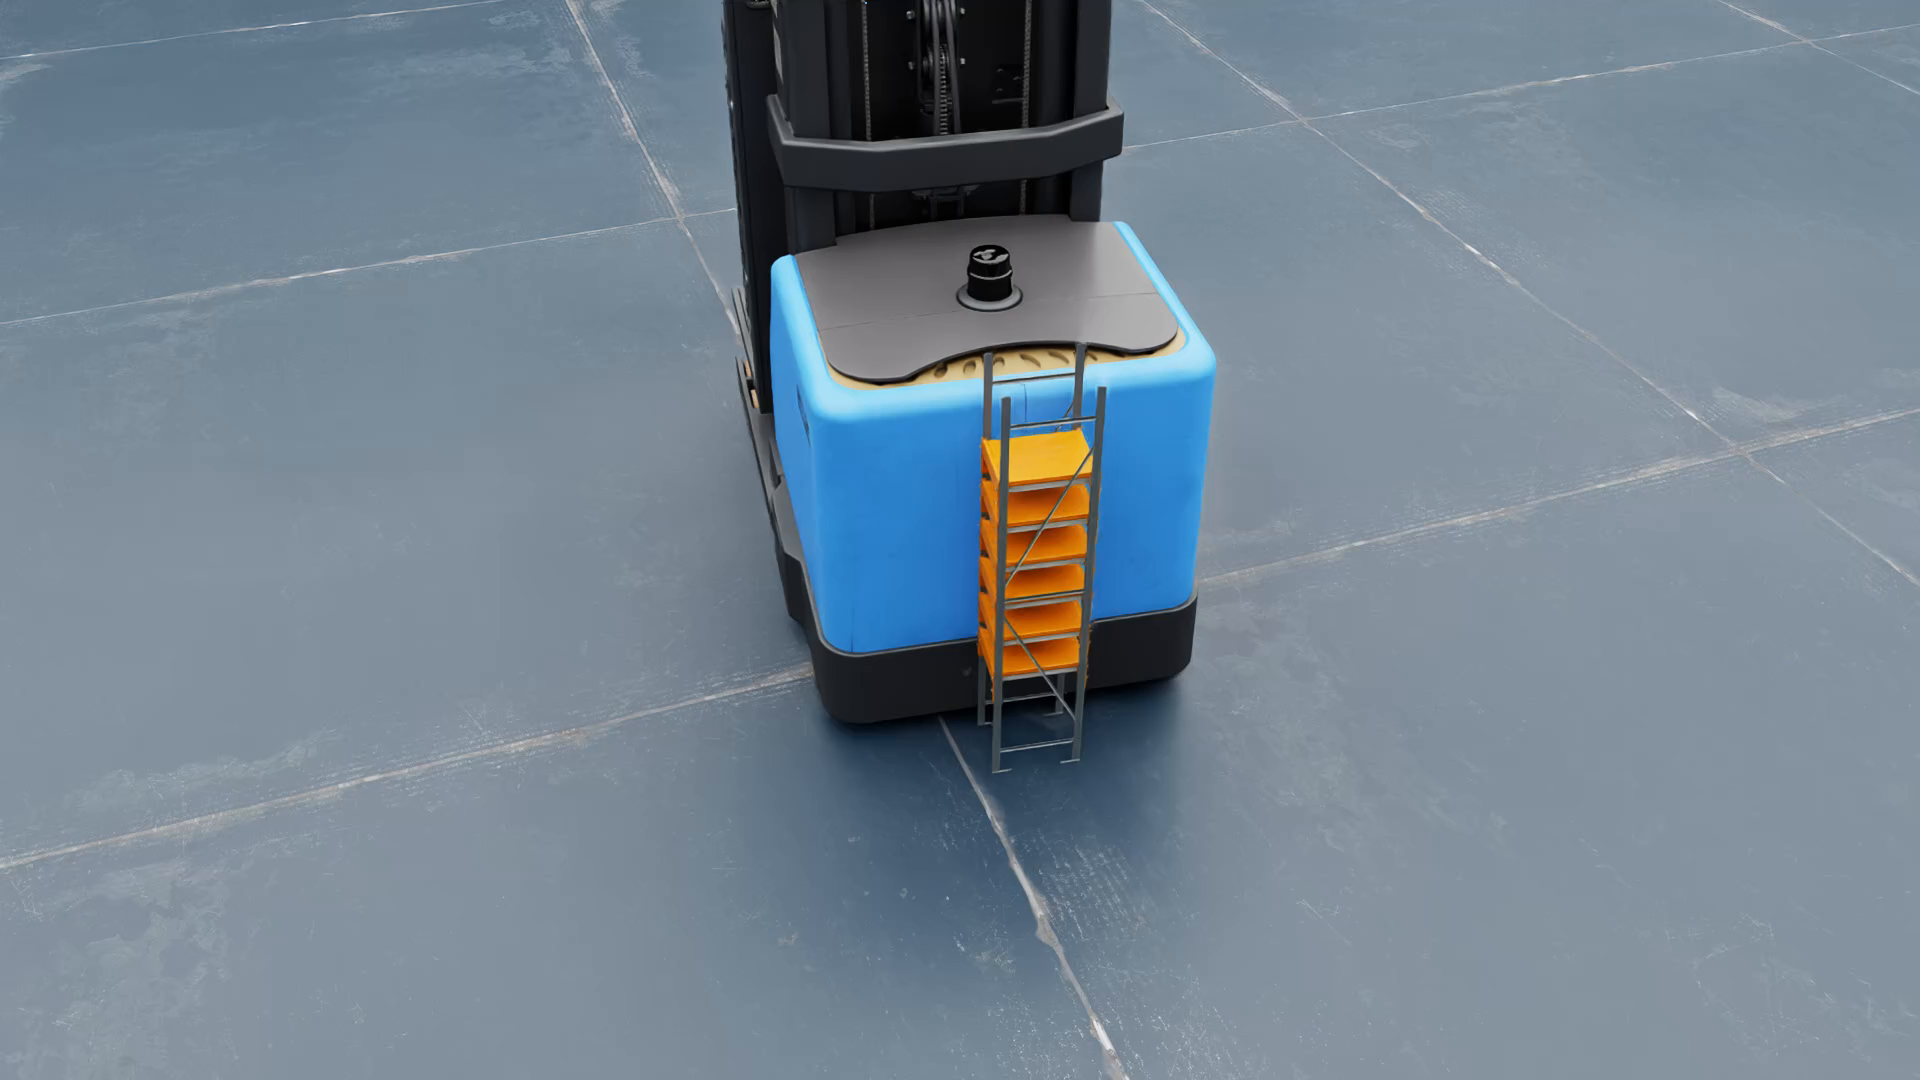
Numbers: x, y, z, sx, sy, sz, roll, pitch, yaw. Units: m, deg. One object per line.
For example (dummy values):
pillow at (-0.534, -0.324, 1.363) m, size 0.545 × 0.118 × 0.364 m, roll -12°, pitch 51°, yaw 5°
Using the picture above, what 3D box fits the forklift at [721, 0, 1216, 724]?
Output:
forklift at (-0.169, -1.564, 4.890) m, size 1.130 × 2.935 × 3.031 m, roll -8°, pitch 38°, yaw -10°

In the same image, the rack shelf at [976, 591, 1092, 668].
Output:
rack shelf at (0.187, 0.211, 4.241) m, size 0.258 × 0.103 × 0.180 m, roll -7°, pitch 39°, yaw -9°

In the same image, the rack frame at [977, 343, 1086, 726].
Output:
rack frame at (0.169, 0.027, 4.208) m, size 0.240 × 1.200 × 0.006 m, roll -7°, pitch 39°, yaw -9°

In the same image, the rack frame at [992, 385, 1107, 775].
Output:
rack frame at (0.206, 0.139, 4.068) m, size 0.240 × 1.200 × 0.006 m, roll -7°, pitch 39°, yaw -9°

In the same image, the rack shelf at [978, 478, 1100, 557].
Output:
rack shelf at (0.189, -0.070, 4.016) m, size 0.258 × 0.103 × 0.180 m, roll -7°, pitch 39°, yaw -9°

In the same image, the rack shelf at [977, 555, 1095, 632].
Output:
rack shelf at (0.187, 0.118, 4.166) m, size 0.258 × 0.103 × 0.180 m, roll -7°, pitch 39°, yaw -9°

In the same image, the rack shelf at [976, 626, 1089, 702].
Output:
rack shelf at (0.186, 0.305, 4.316) m, size 0.258 × 0.103 × 0.180 m, roll -7°, pitch 39°, yaw -9°

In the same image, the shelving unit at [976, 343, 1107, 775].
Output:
shelving unit at (0.188, 0.083, 4.138) m, size 0.258 × 1.200 × 0.189 m, roll -7°, pitch 39°, yaw -9°

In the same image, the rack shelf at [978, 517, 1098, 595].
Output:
rack shelf at (0.188, 0.024, 4.091) m, size 0.258 × 0.103 × 0.180 m, roll -7°, pitch 39°, yaw -9°

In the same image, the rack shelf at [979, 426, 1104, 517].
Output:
rack shelf at (0.190, -0.163, 3.941) m, size 0.258 × 0.103 × 0.180 m, roll -7°, pitch 39°, yaw -9°
